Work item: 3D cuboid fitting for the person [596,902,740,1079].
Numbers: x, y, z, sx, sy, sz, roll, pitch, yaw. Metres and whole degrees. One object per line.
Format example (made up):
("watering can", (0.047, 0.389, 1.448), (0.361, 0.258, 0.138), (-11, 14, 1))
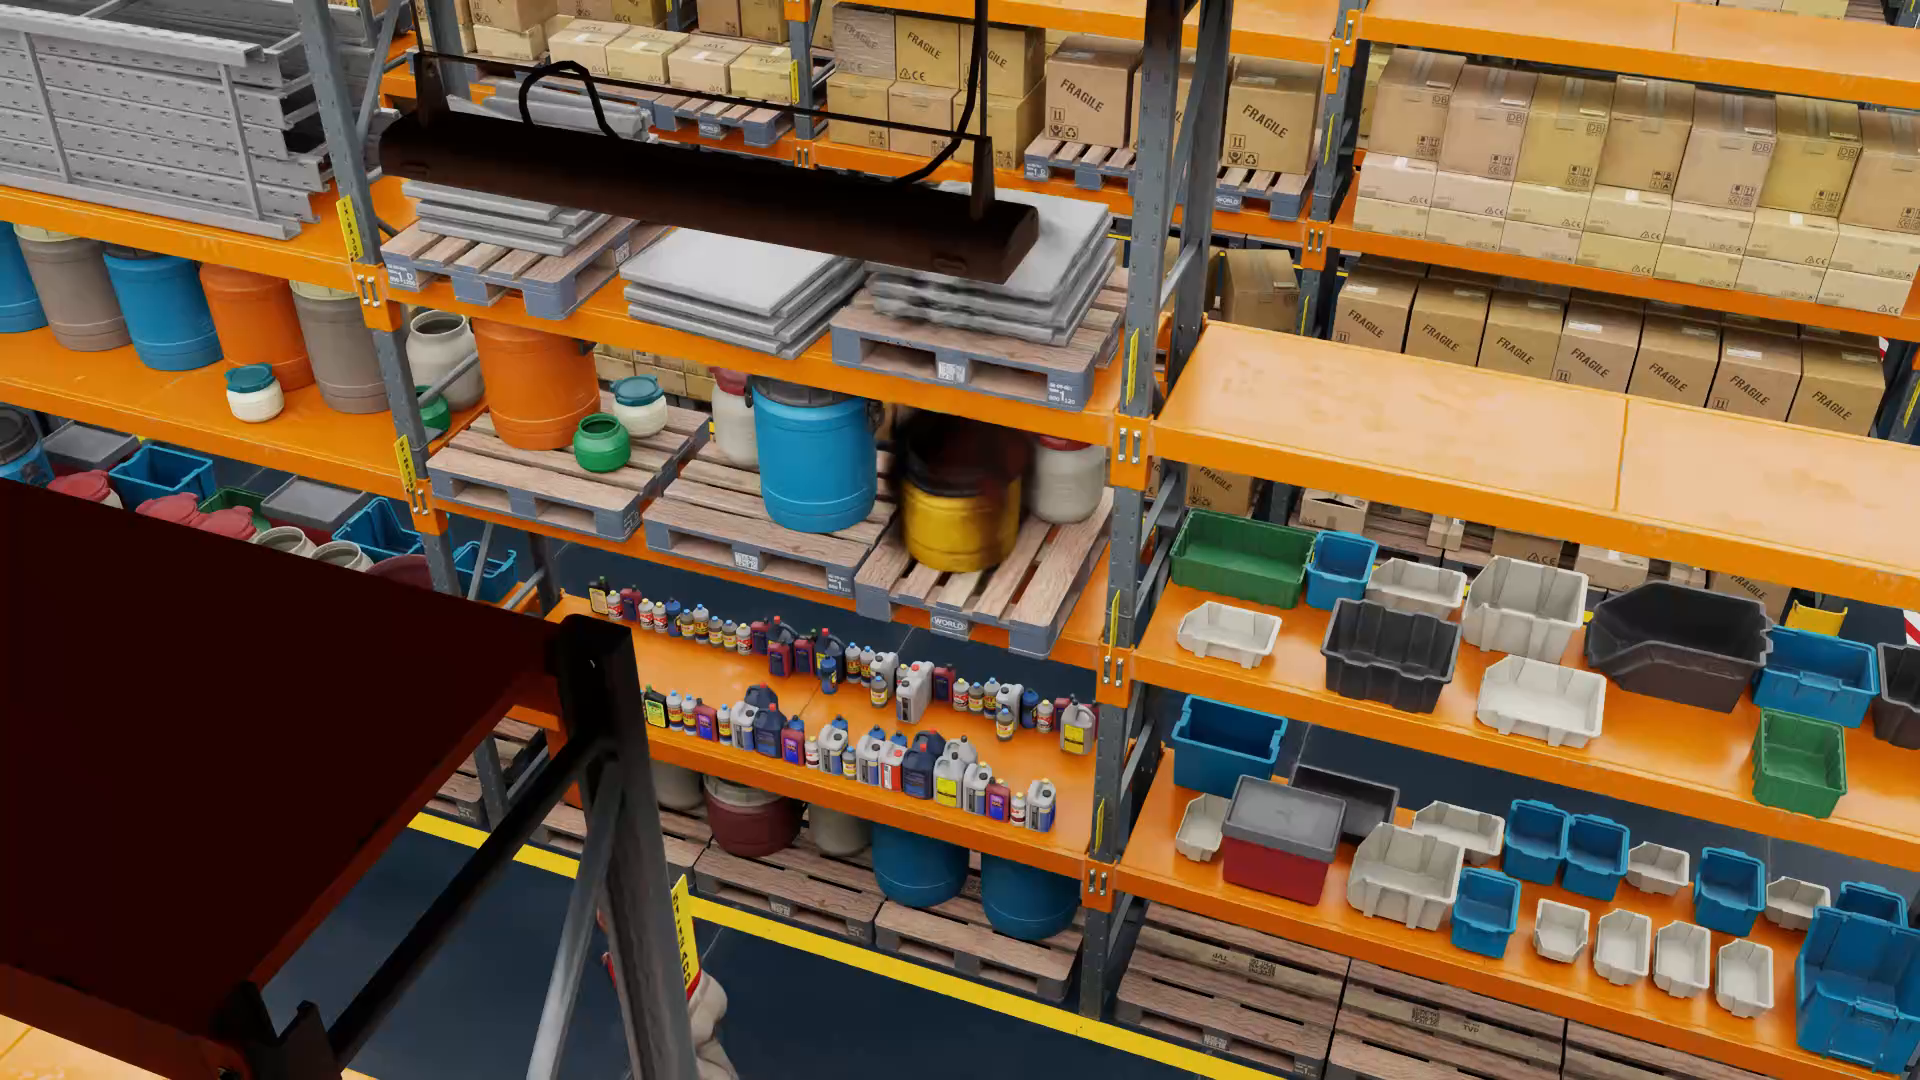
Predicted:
("person", (-1.560, 2.496, 8.725), (0.832, 1.553, 0.701), (12, 38, 16))

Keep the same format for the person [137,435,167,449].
("person", (-6.480, -0.862, 13.076), (0.733, 1.597, 0.694), (25, 43, 30))
